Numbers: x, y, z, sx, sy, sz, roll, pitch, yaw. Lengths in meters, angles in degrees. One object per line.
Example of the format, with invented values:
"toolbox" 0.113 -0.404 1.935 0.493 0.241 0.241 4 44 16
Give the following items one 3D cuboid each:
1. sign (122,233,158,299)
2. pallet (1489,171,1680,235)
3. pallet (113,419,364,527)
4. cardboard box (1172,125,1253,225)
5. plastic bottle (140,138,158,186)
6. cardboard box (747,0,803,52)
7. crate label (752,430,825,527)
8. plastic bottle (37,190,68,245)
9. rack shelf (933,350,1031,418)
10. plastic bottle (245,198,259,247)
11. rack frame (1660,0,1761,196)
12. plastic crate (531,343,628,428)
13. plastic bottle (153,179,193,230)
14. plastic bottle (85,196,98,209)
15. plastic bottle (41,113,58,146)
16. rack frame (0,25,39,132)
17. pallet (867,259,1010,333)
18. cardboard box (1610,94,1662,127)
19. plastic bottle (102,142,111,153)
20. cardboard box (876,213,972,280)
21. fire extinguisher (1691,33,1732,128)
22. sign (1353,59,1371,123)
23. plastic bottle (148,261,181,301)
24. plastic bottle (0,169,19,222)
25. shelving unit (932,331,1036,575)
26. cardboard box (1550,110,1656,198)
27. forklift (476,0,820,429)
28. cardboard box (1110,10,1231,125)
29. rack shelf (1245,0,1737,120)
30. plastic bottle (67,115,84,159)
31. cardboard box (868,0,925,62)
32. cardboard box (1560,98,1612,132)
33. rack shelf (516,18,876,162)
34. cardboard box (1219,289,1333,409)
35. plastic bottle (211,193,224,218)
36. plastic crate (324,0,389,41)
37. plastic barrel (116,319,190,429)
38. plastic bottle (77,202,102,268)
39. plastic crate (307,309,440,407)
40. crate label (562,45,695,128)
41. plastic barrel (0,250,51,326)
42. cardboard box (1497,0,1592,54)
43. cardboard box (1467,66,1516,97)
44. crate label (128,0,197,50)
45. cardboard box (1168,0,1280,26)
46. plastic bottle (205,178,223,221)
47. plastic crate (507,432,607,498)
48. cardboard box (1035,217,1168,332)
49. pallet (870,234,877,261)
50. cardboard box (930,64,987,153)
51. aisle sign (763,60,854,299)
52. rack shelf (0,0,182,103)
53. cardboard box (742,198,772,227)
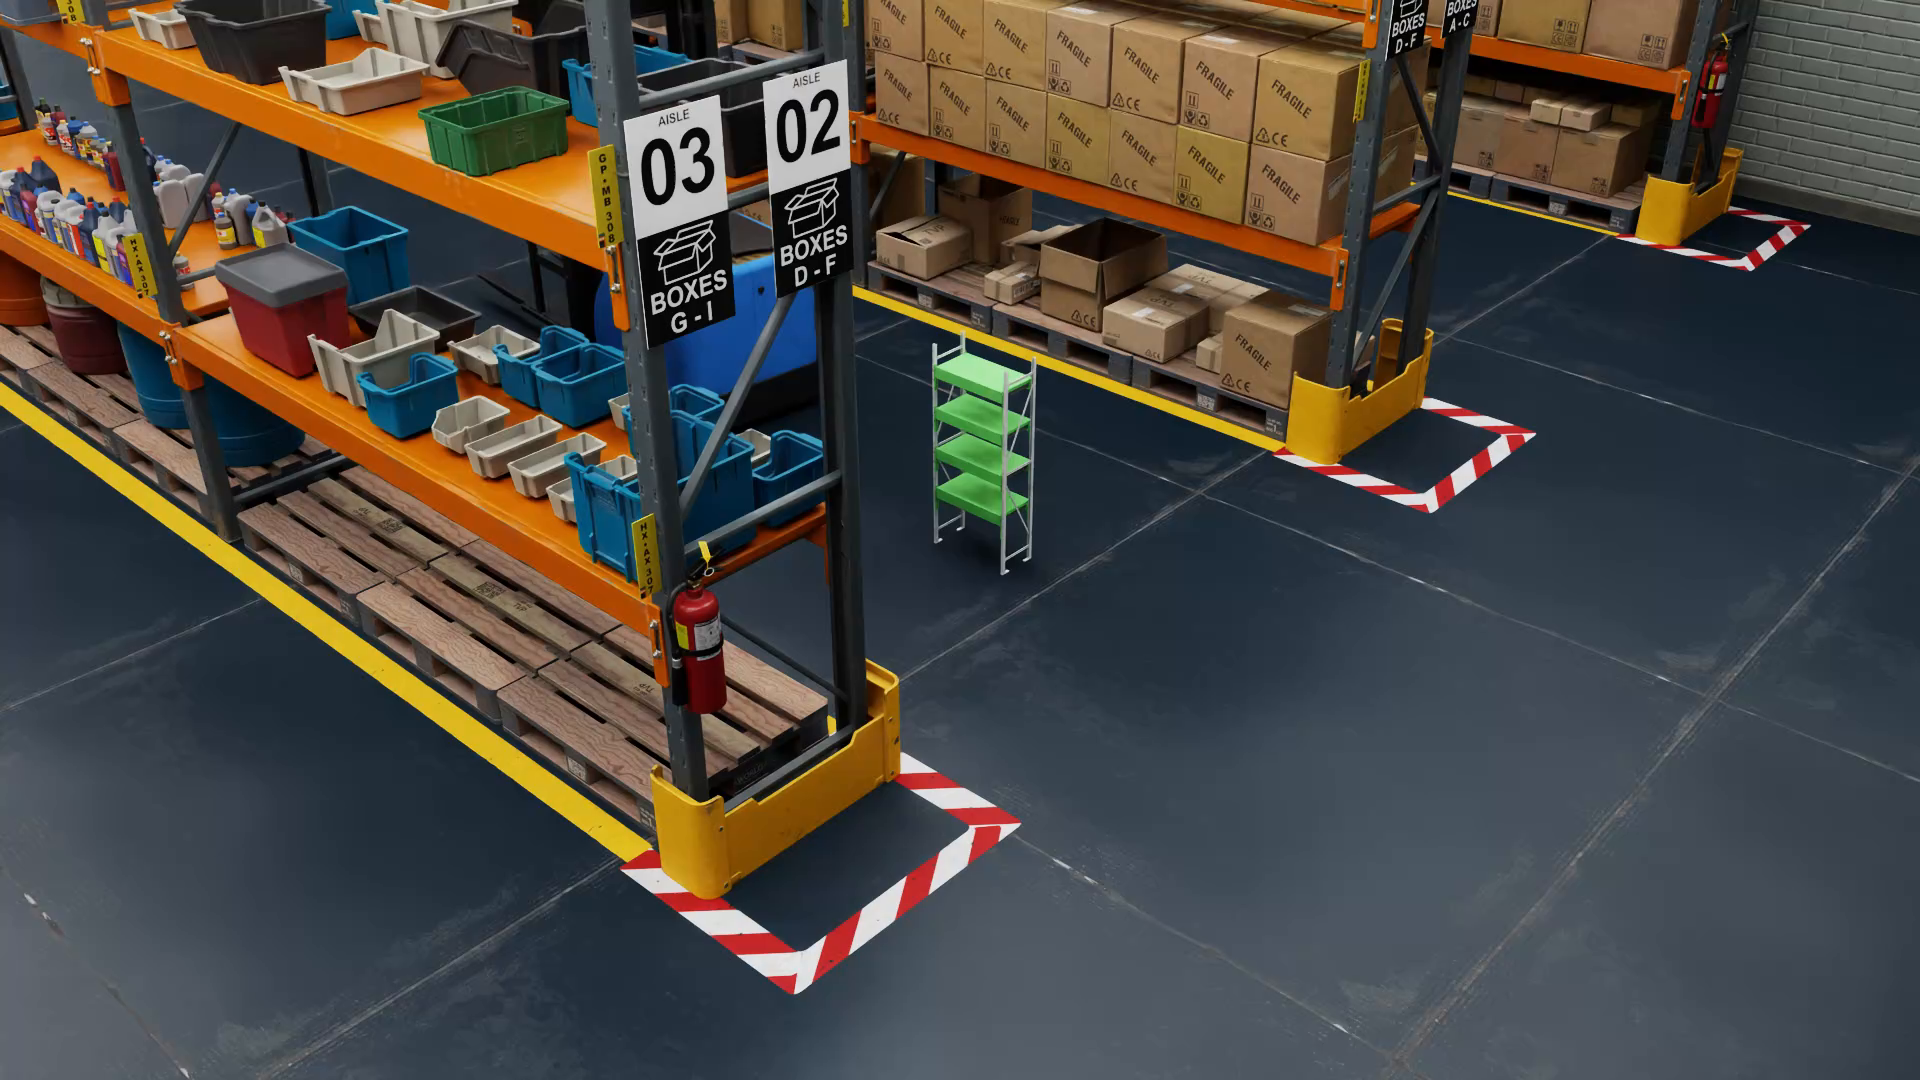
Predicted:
"sign" -4.123 -1.377 8.361 0.005 0.325 0.100 25 39 35
"pallet" 5.216 -2.925 13.904 1.213 0.211 1.003 25 39 35
"pallet" -4.297 -0.557 9.970 1.213 0.211 1.003 25 39 35
"cardboard box" 1.638 -2.249 9.981 0.500 0.500 0.500 25 39 35
"plastic bottle" -4.959 -2.278 10.174 0.185 0.351 0.144 25 39 35
"cardboard box" -1.179 -4.047 12.561 0.700 0.500 0.500 -22 38 -32
"crate label" -0.749 -0.250 6.860 0.303 0.233 0.416 25 39 35
"plastic bottle" -5.178 -1.856 9.545 0.135 0.276 0.152 25 39 35
"rack shelf" 0.123 -0.813 8.631 0.480 0.148 0.258 25 39 35
"plastic bottle" -4.007 -1.816 9.484 0.097 0.271 0.097 0 31 0
"rack frame" 5.861 -3.873 12.775 0.127 3.000 1.000 25 39 35
"plastic crate" -1.725 -0.705 7.617 0.300 0.233 0.416 25 39 35
"plastic bottle" -4.629 -1.984 9.757 0.135 0.276 0.152 25 39 35
"plastic bottle" -4.936 -1.828 9.503 0.097 0.271 0.097 0 31 0
"plastic bottle" -6.059 -2.744 11.092 0.097 0.201 0.097 0 31 0
"rack frame" -6.718 -2.853 11.081 0.127 3.000 1.000 25 39 35
"pallet" 0.083 -1.929 12.249 1.213 0.211 1.003 25 39 35
"cardboard box" 5.502 -3.497 13.538 0.250 0.149 0.380 25 39 35
"plastic bottle" -5.382 -2.428 10.568 0.097 0.201 0.097 0 31 0
"cardboard box" -0.260 -2.170 12.127 0.500 0.311 0.500 25 39 35
"fire extinguisher" 5.663 -3.451 12.511 0.183 0.674 0.296 25 39 35
"sign" 2.153 -2.403 8.905 0.005 0.325 0.100 25 39 35
"plastic bottle" -4.262 -1.428 8.834 0.135 0.276 0.152 25 39 35
"plastic bottle" -5.586 -2.046 9.861 0.135 0.276 0.152 25 39 35
"shelving unit" 0.123 -0.457 8.845 0.503 1.200 0.258 25 39 35
"cardboard box" 5.275 -3.186 13.650 0.500 0.500 0.700 25 39 35
"forklift" -2.246 -2.543 10.632 1.130 2.935 3.031 -25 39 -35
"cardboard box" 1.263 -2.849 10.008 0.500 0.500 0.500 26 40 36
"rack shelf" 4.378 -4.257 14.110 4.000 0.370 1.077 25 39 35
"plastic bottle" -5.743 -2.627 10.830 0.097 0.271 0.097 0 31 0
"cardboard box" -0.265 -3.562 11.192 0.500 0.500 0.500 26 40 36
"cardboard box" 5.058 -3.438 13.441 0.250 0.149 0.380 25 39 35
"rack shelf" -1.909 -3.745 13.261 4.000 0.370 1.077 25 39 35
"cardboard box" 1.971 -1.189 10.313 0.500 0.500 0.500 25 39 35
"plastic bottle" -4.323 -1.934 9.747 0.097 0.201 0.097 0 31 0
"plastic crate" -2.863 -2.489 7.730 0.300 0.233 0.416 25 39 35
"plastic barrel" -4.669 -1.189 9.945 0.708 0.901 0.600 25 39 35
"plastic bottle" -4.791 -1.704 9.221 0.185 0.351 0.144 25 39 35
"plastic crate" -2.744 -0.845 7.801 0.530 0.282 0.437 25 39 35
"crate label" -1.254 -1.749 6.482 0.502 0.251 0.408 25 39 35
"plastic barrel" -6.344 -1.940 11.262 0.708 0.830 0.600 25 39 35
"cardboard box" 4.929 -4.421 13.395 0.700 0.700 0.980 25 39 35
"cardboard box" 4.561 -3.935 14.266 0.250 0.149 0.380 25 39 36
"crate label" -3.584 -2.361 7.611 0.466 0.136 0.293 25 39 35
"cardboard box" 1.627 -3.056 10.351 0.500 0.500 0.500 26 39 36
"plastic bottle" -4.397 -2.016 9.804 0.133 0.283 0.061 25 39 35
"plastic crate" -1.718 -0.316 7.064 0.243 0.136 0.396 25 39 35
"cardboard box" 0.971 -1.832 11.379 0.637 0.503 0.797 25 39 35
"pallet" -1.054 -2.434 13.088 1.213 0.211 1.003 25 39 35
"cardboard box" 0.151 -2.948 11.141 0.500 0.500 0.500 26 40 36
"aisle sign" -0.534 -1.287 5.958 0.004 0.787 0.394 25 39 35
"rack shelf" -5.235 -3.138 9.343 4.000 0.370 1.077 25 39 35
"cardboard box" -1.345 -2.715 12.848 0.500 0.500 0.500 25 39 35
